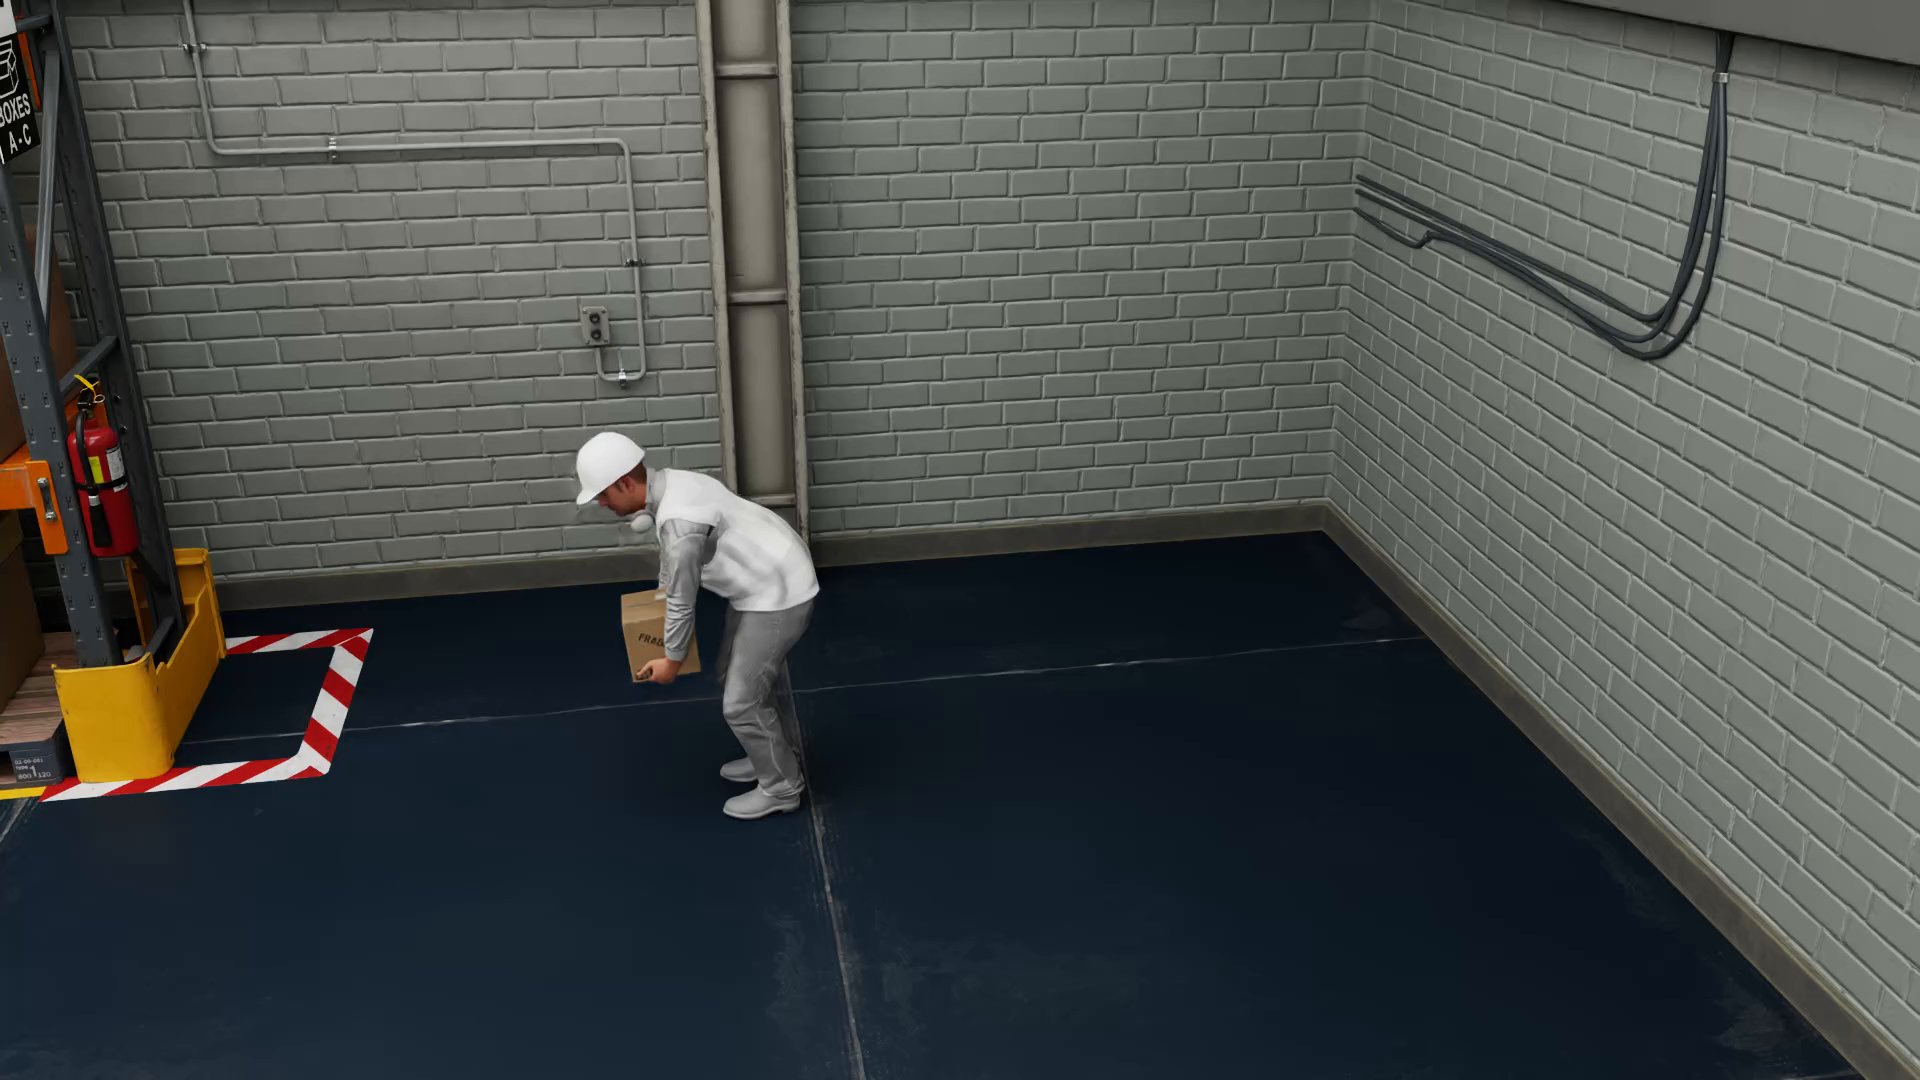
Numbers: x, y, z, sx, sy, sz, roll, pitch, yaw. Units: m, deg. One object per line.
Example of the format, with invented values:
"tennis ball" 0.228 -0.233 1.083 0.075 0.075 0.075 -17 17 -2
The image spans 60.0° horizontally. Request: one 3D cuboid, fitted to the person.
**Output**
"person" -0.828 0.186 6.137 0.558 1.772 0.494 -5 24 -11
